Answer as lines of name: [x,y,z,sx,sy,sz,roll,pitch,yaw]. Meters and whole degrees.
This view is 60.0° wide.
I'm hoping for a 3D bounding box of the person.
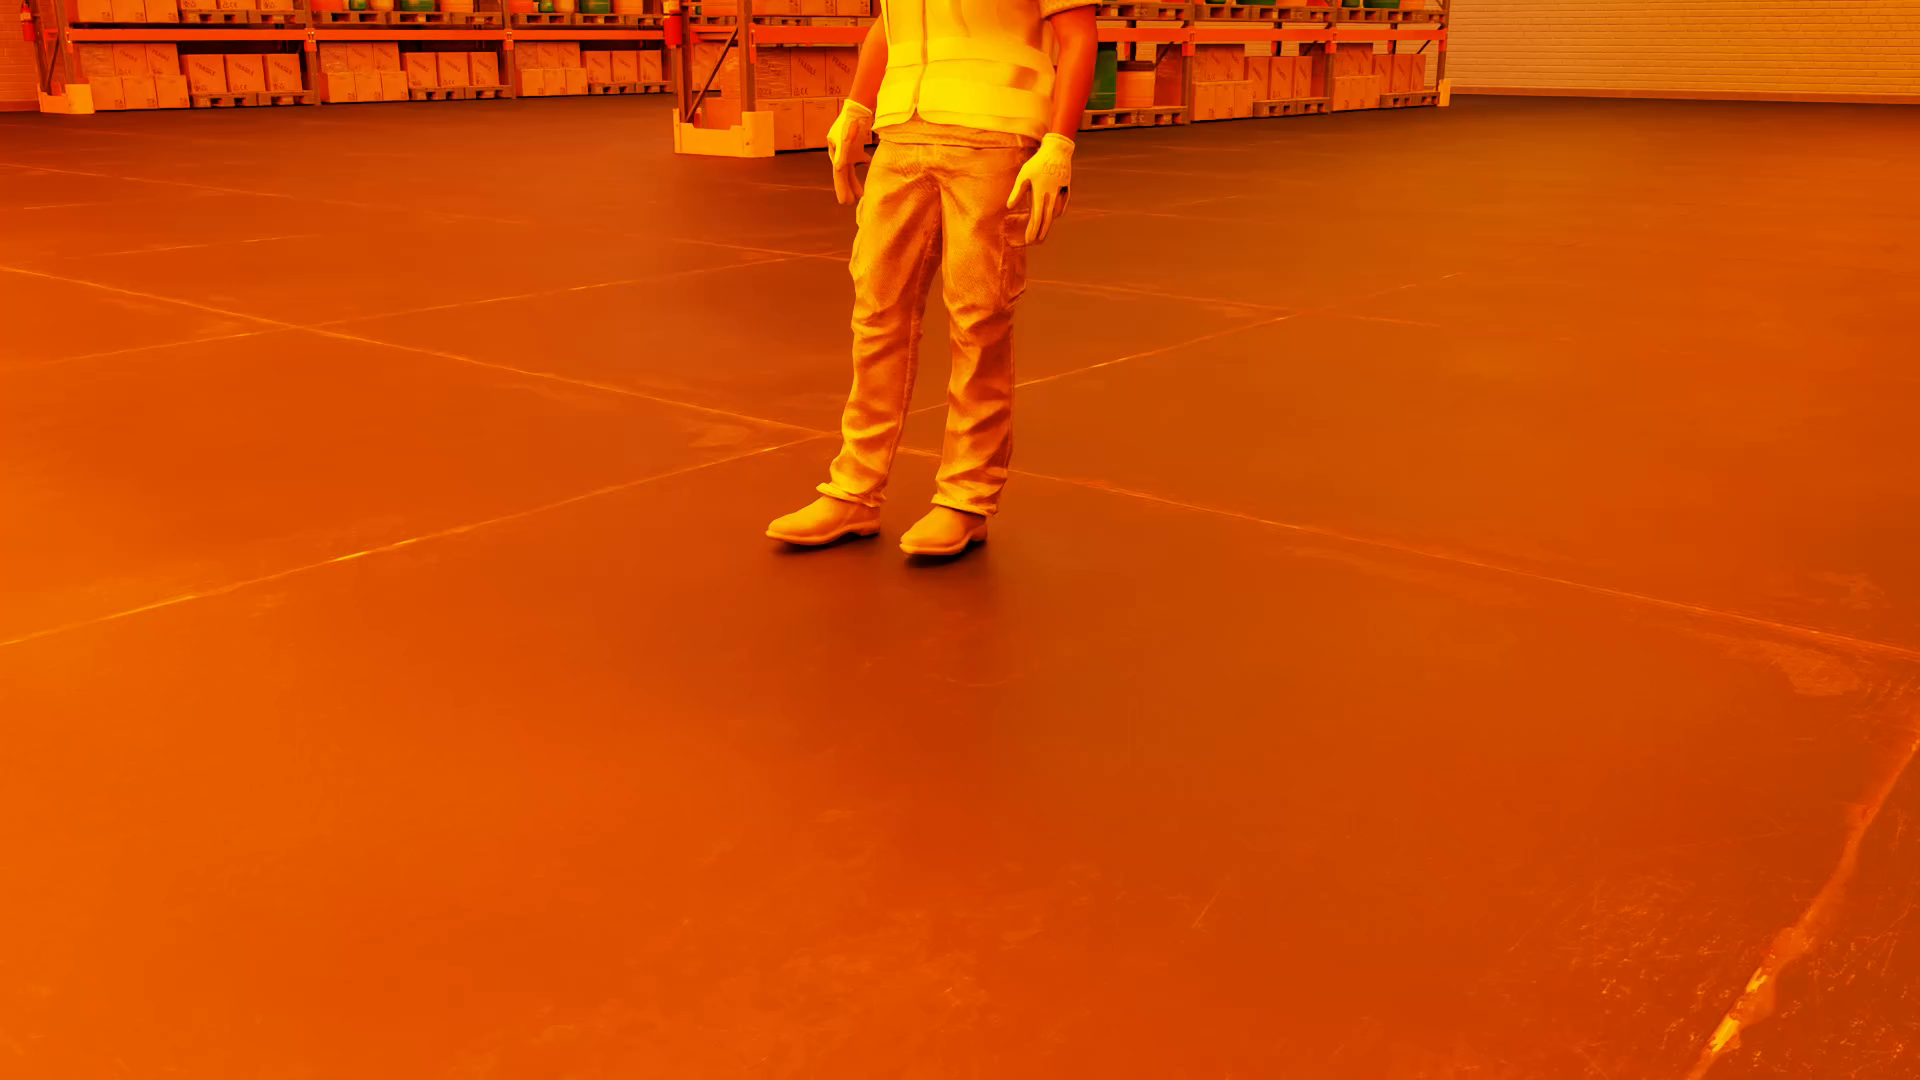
person: [-0.053,-0.846,3.634,0.656,1.782,0.577,13,21,37]
